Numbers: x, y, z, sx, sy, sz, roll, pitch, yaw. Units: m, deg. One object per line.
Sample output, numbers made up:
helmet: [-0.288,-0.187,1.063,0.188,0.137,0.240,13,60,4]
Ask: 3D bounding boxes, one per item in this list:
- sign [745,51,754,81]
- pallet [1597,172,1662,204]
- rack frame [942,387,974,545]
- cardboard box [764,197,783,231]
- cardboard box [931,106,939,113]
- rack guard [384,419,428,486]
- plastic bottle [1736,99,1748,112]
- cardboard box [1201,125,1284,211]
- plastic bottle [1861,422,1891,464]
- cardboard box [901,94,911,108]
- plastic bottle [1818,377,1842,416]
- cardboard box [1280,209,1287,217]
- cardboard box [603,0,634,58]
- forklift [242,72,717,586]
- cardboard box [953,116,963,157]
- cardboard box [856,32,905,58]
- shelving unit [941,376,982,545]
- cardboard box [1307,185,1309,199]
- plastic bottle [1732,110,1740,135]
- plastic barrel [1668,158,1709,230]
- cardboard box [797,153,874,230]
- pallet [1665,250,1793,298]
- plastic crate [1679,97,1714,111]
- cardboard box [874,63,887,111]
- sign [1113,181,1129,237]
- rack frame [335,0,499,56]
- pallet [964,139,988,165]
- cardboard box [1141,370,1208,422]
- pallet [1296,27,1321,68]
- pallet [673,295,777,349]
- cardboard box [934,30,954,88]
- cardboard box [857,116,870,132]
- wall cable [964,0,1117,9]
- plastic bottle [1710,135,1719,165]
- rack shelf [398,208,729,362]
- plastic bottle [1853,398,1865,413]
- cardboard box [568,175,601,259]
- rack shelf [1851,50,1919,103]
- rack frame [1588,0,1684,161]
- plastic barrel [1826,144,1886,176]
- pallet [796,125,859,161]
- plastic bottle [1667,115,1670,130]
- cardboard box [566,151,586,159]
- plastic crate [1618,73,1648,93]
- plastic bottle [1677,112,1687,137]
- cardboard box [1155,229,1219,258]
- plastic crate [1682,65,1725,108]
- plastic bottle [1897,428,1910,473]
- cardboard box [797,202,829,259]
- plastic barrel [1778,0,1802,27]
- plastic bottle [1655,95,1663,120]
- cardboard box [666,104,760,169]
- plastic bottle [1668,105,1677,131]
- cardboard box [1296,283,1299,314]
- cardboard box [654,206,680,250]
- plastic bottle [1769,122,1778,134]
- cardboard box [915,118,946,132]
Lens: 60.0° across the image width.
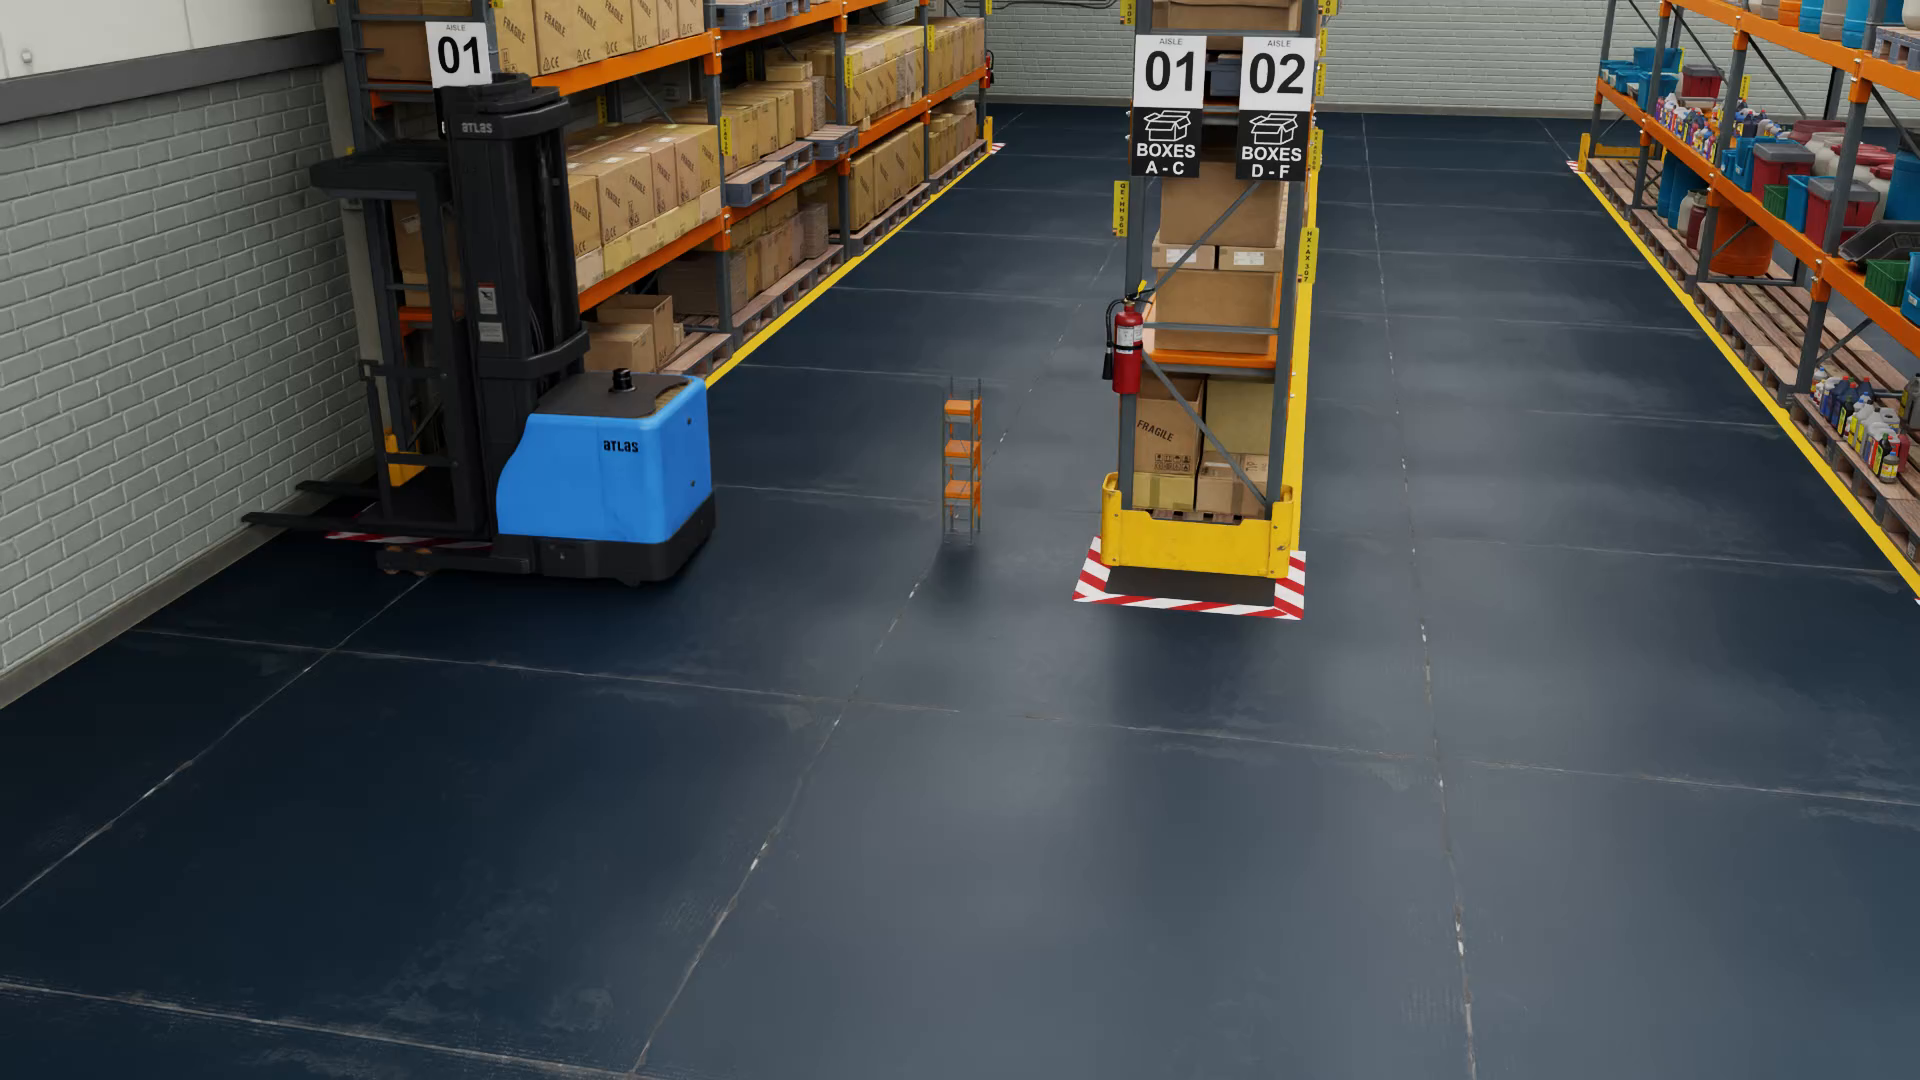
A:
sign: [-2.275,-5.145,18.063,0.100,0.325,0.005,4,22,11]
pallet: [9.143,-4.700,22.242,1.003,0.211,1.213,4,22,11]
rack frame: [-0.014,-0.462,10.595,0.200,1.050,0.008,4,22,11]
cardboard box: [-2.104,-3.300,16.785,0.500,0.250,0.500,4,22,11]
cardboard box: [-0.519,-6.256,24.288,0.380,0.149,0.250,5,22,12]
rack guard: [-3.347,-0.509,11.449,1.175,0.500,0.348,4,22,11]
plastic bottle: [8.879,-4.823,18.879,0.144,0.351,0.185,4,22,11]
cardboard box: [1.810,-2.479,11.124,0.700,0.500,0.500,5,22,11]
plastic bottle: [6.388,-0.672,11.565,0.152,0.276,0.135,4,22,9]
cardboard box: [-0.828,-5.491,20.781,0.380,0.149,0.250,4,22,11]
plastic bottle: [6.619,-1.086,12.591,0.152,0.276,0.135,5,23,13]
cardboard box: [1.987,-2.117,11.092,0.380,0.149,0.250,4,22,9]
cardboard box: [-2.715,-3.773,12.030,0.500,0.500,0.500,6,23,14]
forklift: [-3.163,-1.329,10.230,3.031,2.935,1.130,4,22,9]
cardboard box: [-0.347,-5.897,24.265,0.700,0.500,0.500,4,22,9]
cardboard box: [-0.977,-6.008,20.193,0.500,0.250,0.500,5,22,12]
shelving unit: [0.011,-0.507,10.706,0.215,1.050,0.252,4,22,11]
cardboard box: [3.701,-3.755,18.918,0.500,0.500,0.500,4,22,10]
plastic bottle: [8.689,-4.681,18.634,0.097,0.271,0.097,0,22,0]
plastic barrel: [8.512,-4.039,19.114,0.600,0.901,0.708,4,22,11]
cardboard box: [-1.452,-4.023,19.144,0.750,0.750,0.750,4,22,10]
pallet: [8.088,-2.810,17.547,1.003,0.211,1.213,4,22,11]
plastic crate: [9.019,-5.339,20.368,0.396,0.136,0.243,4,22,11]
cardboard box: [-1.163,-5.291,19.416,0.500,0.500,0.500,4,22,11]
sign: [0.959,-1.958,9.833,0.100,0.325,0.005,4,22,11]
rack frame: [-3.363,-4.424,9.792,1.000,3.000,0.127,4,22,11]
pallet: [-0.185,-5.901,25.222,1.003,0.211,1.213,4,22,11]
cardboard box: [1.495,-1.118,11.728,0.500,0.500,0.500,4,22,11]
pallet: [1.904,-3.319,11.183,1.003,0.211,1.213,4,22,11]
pallet: [-2.389,-2.095,15.773,1.003,0.211,1.213,4,22,11]
cardboard box: [-0.633,-6.632,22.905,0.980,0.700,0.700,4,22,10]
cardboard box: [-1.240,-4.744,18.928,0.380,0.149,0.250,5,23,13]
wall cable: [1.406,-10.876,29.970,3.097,2.526,0.112,4,22,11]
plastic bottle: [7.633,-3.938,16.772,0.061,0.283,0.133,4,22,11]
rack shelf: [-2.955,-2.039,12.863,1.077,0.370,4.000,4,22,11]
plastic bottle: [6.549,-0.898,12.131,0.097,0.271,0.097,0,22,0]
cardboard box: [-2.861,-2.260,11.621,0.500,0.500,0.500,5,22,11]
rack shelf: [6.744,-2.675,10.428,1.077,0.370,4.000,4,22,11]
rack frame: [9.601,-6.737,23.567,1.000,3.000,0.127,4,22,11]
plastic barrel: [7.800,-3.171,14.531,0.433,0.535,0.433,0,22,0]
pallet: [-1.772,-4.209,17.546,1.213,0.211,1.003,4,22,11]
plastic bottle: [8.152,-4.797,19.014,0.097,0.201,0.097,0,22,0]
cardboard box: [-3.158,-2.674,12.648,0.500,0.500,0.500,5,22,12]
plastic crate: [8.898,-6.031,21.957,0.416,0.233,0.300,4,22,11]
plastic bottle: [8.030,-4.611,18.459,0.097,0.271,0.097,0,22,0]
cardboard box: [1.431,-1.862,10.460,0.380,0.149,0.250,5,22,12]
plastic crate: [9.212,-5.639,20.675,0.402,0.464,0.583,4,22,11]
plastic bottle: [6.464,-0.617,11.418,0.061,0.283,0.133,4,22,11]
cardboard box: [-1.826,-3.344,17.899,0.700,0.500,0.500,5,22,12]
plastic barrel: [7.455,-4.879,14.363,0.600,0.830,0.708,4,22,11]
plastic bottle: [8.292,-5.119,19.704,0.061,0.283,0.133,4,22,11]
cardboard box: [-2.288,-3.742,15.406,0.700,0.500,0.500,7,23,16]
plastic bottle: [8.111,-4.794,18.898,0.061,0.283,0.133,4,22,11]
cardboard box: [2.739,-2.222,14.723,0.500,0.311,0.500,4,22,10]
cardboard box: [-2.544,-2.480,13.171,0.500,0.250,0.500,4,22,11]
plastic bottle: [8.653,-4.310,17.696,0.061,0.283,0.133,4,22,11]
cardboard box: [-0.413,-5.743,23.013,0.380,0.149,0.250,5,23,13]
